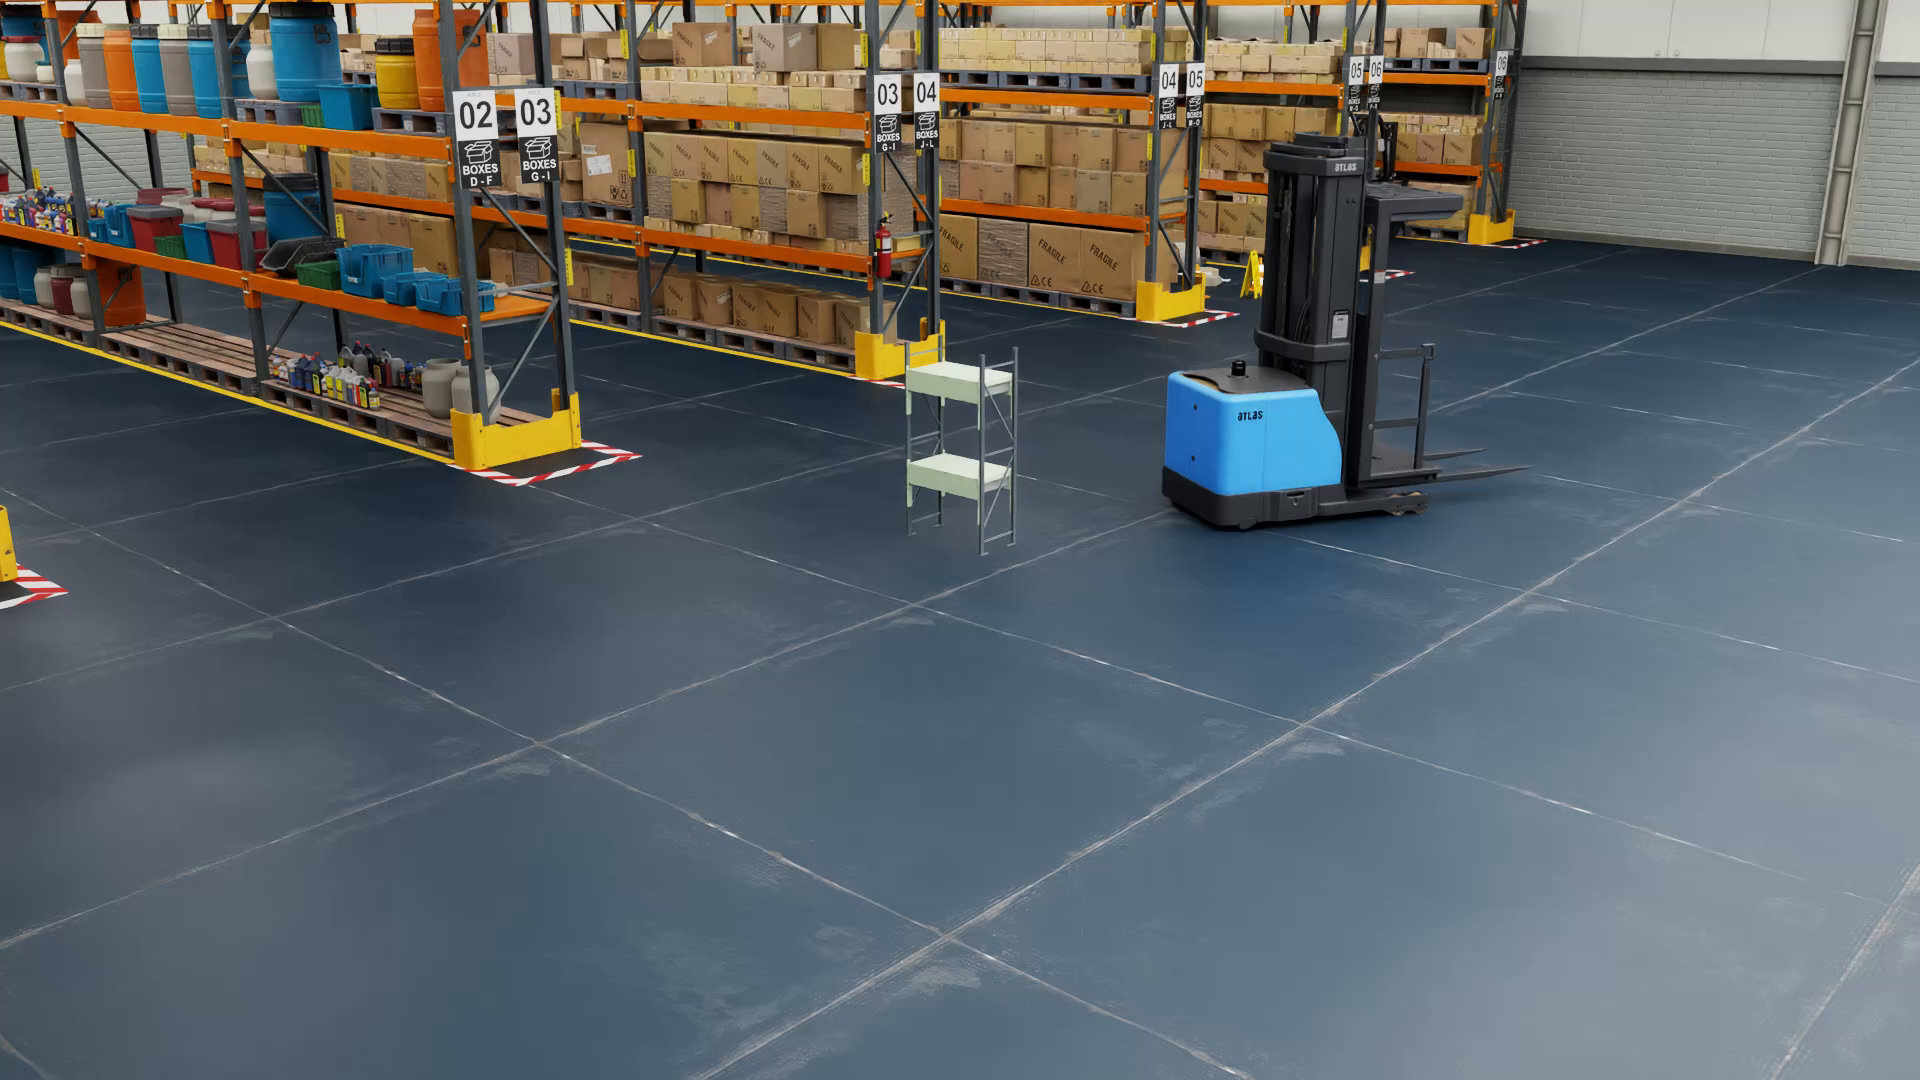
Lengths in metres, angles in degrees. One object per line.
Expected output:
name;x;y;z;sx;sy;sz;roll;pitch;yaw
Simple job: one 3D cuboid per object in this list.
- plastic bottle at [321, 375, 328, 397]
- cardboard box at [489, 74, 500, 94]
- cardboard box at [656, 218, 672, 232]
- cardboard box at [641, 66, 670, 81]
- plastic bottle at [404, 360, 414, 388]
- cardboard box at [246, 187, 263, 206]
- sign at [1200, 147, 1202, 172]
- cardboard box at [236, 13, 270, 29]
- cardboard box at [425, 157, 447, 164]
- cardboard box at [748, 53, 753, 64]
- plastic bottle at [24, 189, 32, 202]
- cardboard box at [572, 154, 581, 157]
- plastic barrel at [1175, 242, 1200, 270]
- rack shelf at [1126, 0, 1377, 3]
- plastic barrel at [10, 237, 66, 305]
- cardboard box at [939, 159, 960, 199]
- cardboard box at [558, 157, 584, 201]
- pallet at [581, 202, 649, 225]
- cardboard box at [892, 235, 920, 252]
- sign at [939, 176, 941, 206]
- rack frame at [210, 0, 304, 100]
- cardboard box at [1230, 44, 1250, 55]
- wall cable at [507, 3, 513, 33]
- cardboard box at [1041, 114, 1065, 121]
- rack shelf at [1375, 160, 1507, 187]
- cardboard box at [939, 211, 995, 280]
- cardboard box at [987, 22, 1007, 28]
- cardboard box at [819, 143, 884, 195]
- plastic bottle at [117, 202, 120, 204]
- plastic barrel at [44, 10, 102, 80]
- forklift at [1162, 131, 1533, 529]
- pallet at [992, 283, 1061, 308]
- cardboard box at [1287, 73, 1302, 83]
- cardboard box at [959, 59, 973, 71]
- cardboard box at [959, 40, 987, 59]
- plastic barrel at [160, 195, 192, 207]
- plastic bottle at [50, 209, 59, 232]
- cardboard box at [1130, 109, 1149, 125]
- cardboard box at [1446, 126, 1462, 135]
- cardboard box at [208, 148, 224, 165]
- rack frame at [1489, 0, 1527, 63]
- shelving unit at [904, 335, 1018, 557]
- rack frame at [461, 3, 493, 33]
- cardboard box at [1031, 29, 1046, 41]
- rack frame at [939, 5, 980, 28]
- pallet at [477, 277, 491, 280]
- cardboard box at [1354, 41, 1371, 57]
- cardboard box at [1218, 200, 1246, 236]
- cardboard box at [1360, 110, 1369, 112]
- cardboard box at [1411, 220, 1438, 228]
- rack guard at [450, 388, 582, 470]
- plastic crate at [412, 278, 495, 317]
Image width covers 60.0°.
plastic bottle;-6.215;-1.514;16.324;0.097;0.201;0.097;0;18;0
cardboard box;-6.019;-6.021;21.915;0.500;0.250;0.500;16;23;41
cardboard box;-3.454;-3.831;20.140;0.250;0.149;0.380;15;23;39
cardboard box;-3.555;-5.528;19.703;0.250;0.149;0.380;14;22;38
plastic bottle;-5.521;-1.665;16.682;0.097;0.271;0.097;0;18;0
cardboard box;-11.356;-5.419;27.546;0.875;0.875;0.875;15;23;39
sign;3.139;-4.989;21.810;0.005;0.325;0.100;15;23;39
cardboard box;-11.065;-8.199;26.266;0.500;0.250;0.500;14;22;38
cardboard box;-7.121;-5.595;23.458;0.637;0.503;0.797;16;24;41
cardboard box;-3.074;-7.475;25.803;0.250;0.149;0.380;14;22;37
plastic bottle;-12.355;-4.536;22.150;0.135;0.276;0.152;15;23;39
cardboard box;-6.578;-6.708;29.205;0.250;0.149;0.380;15;23;39
plastic barrel;3.426;-4.398;25.771;0.512;0.421;0.421;-3;18;-8
rack shelf;4.480;-8.471;25.621;4.000;0.370;1.077;15;23;39
plastic barrel;-11.939;-3.546;21.600;0.708;0.901;0.600;15;23;39
cardboard box;0.058;-5.217;23.844;0.550;0.550;0.875;15;23;39
cardboard box;-4.951;-4.692;21.571;0.797;0.503;0.637;-15;23;-40
pallet;-4.069;-4.210;21.236;1.213;0.211;1.003;15;23;39
cardboard box;-0.657;-3.303;18.477;0.250;0.149;0.380;15;23;39
sign;-0.242;-3.847;18.345;0.005;0.325;0.100;15;23;39
rack frame;-6.881;-5.854;16.181;0.127;3.000;1.000;15;23;39
cardboard box;4.358;-7.546;25.567;0.250;0.149;0.380;16;23;41
wall cable;-10.432;-12.705;37.767;0.029;3.000;0.463;15;23;39
cardboard box;1.733;-6.992;28.333;0.500;0.500;0.500;16;24;41
rack shelf;7.772;-6.737;30.069;4.000;0.370;1.077;15;23;39
cardboard box;0.198;-4.262;23.902;0.875;0.875;0.875;15;23;40
cardboard box;0.787;-10.893;35.396;0.258;0.266;0.396;15;23;39
cardboard box;-1.177;-4.033;18.049;0.500;0.500;0.500;15;23;39
plastic bottle;-10.398;-4.032;20.551;0.133;0.283;0.061;15;23;39
plastic barrel;-10.295;-5.747;19.398;0.708;0.830;0.600;15;23;39
forklift;3.219;-1.734;13.229;3.031;2.935;1.130;-6;19;-19
pallet;1.208;-3.473;23.205;1.213;0.211;1.003;15;23;39
cardboard box;5.140;-6.976;25.091;0.250;0.149;0.380;16;24;41
cardboard box;0.202;-6.523;22.803;0.250;0.149;0.380;15;23;39
cardboard box;0.333;-6.702;22.710;0.500;0.250;0.500;15;23;39
plastic barrel;-8.962;-3.693;19.104;0.421;0.512;0.421;0;18;0
plastic bottle;-10.851;-3.834;19.946;0.097;0.271;0.097;0;18;0
cardboard box;3.170;-6.886;27.040;0.500;0.500;0.700;15;23;39
cardboard box;8.612;-7.086;28.742;0.250;0.149;0.380;16;23;40
cardboard box;-11.996;-6.335;27.369;0.500;0.250;0.500;15;23;39
rack frame;9.268;-9.537;27.787;0.127;3.000;1.000;15;23;39
shelving unit;0.005;-0.714;12.381;0.755;1.500;0.431;15;23;39
rack frame;-9.201;-10.486;30.776;0.127;3.000;1.000;15;23;39
cardboard box;1.148;-6.649;21.882;0.250;0.149;0.380;15;23;40
rack frame;-0.007;-10.020;29.308;0.127;3.000;1.000;15;23;39
pallet;-7.125;-3.765;24.125;1.213;0.211;1.003;15;23;39
cardboard box;7.185;-8.728;29.558;0.258;0.266;0.396;14;23;38
cardboard box;4.438;-5.110;26.366;0.500;0.500;0.500;14;23;38
cardboard box;7.492;-7.781;30.442;0.250;0.149;0.380;15;23;38
cardboard box;8.341;-5.692;29.441;0.500;0.250;0.500;15;23;39
rack guard;-3.977;-1.005;14.951;0.348;0.500;1.175;15;23;39
plastic crate;-4.462;-2.153;14.684;0.616;0.251;0.499;15;23;39
